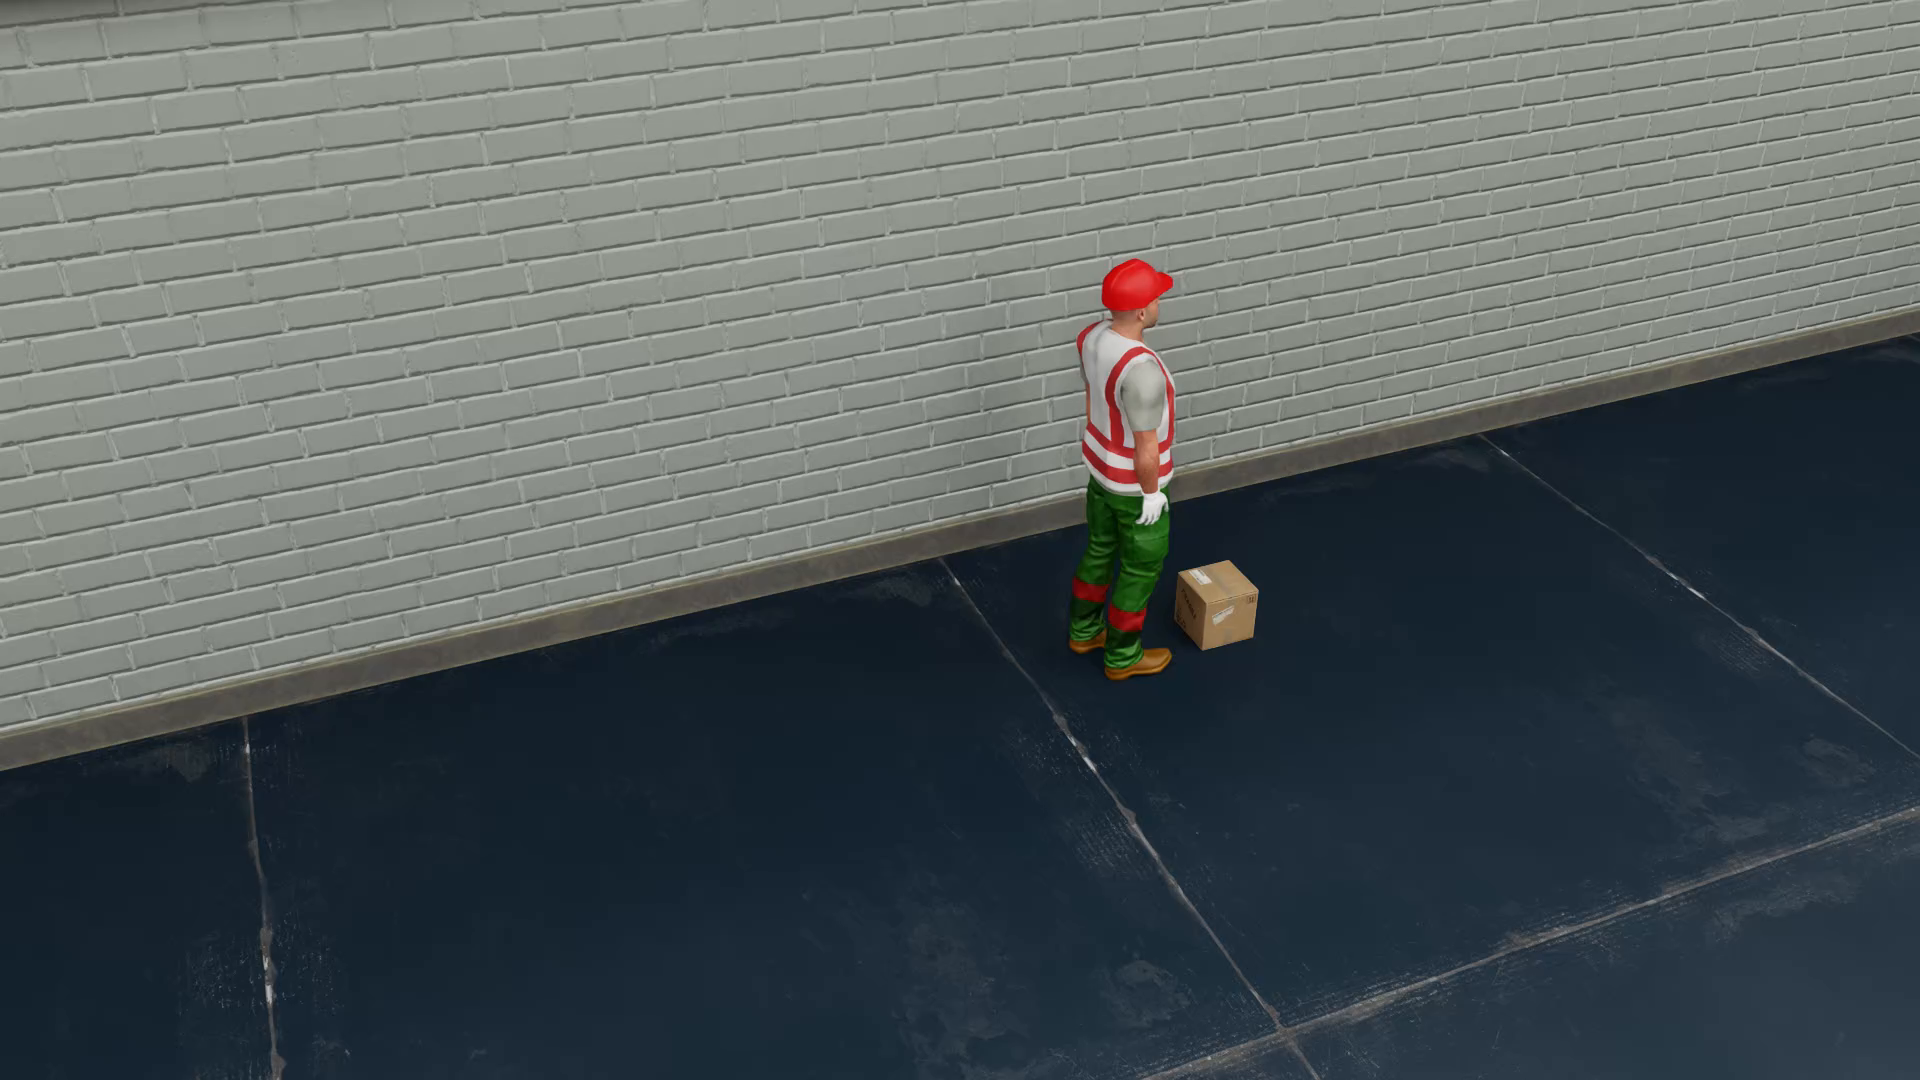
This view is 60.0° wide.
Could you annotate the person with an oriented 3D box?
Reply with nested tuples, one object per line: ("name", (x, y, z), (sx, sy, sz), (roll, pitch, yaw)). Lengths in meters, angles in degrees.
("person", (0.664, -0.265, 6.533), (0.365, 1.798, 0.523), (-12, 35, -18))
